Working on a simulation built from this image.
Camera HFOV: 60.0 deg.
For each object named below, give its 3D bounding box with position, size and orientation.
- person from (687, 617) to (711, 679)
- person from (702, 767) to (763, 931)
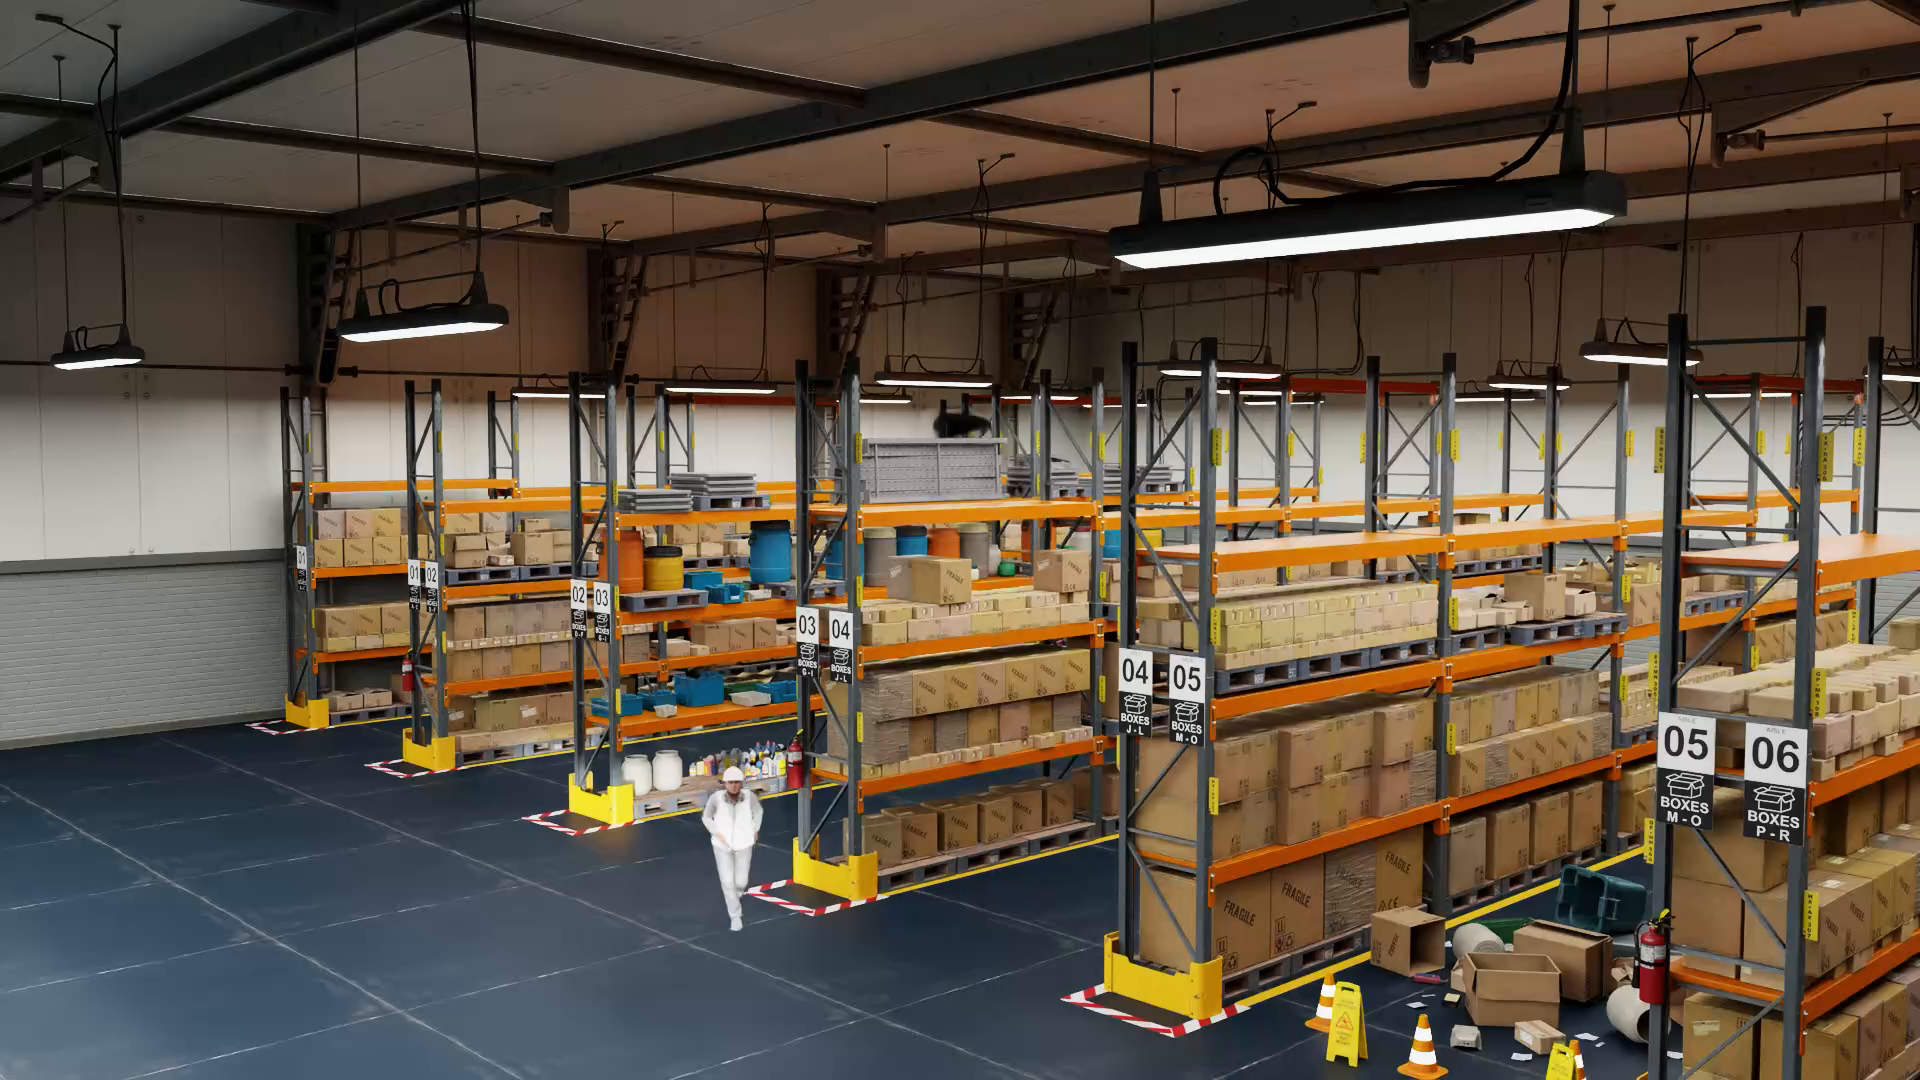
[{"bbox_3d":[-5.074,2.229,32.526,0.637,1.687,0.659,2,4,26],"label":"person"},{"bbox_3d":[-2.393,3.200,17.533,0.641,1.718,0.783,0,4,-8],"label":"person"}]
